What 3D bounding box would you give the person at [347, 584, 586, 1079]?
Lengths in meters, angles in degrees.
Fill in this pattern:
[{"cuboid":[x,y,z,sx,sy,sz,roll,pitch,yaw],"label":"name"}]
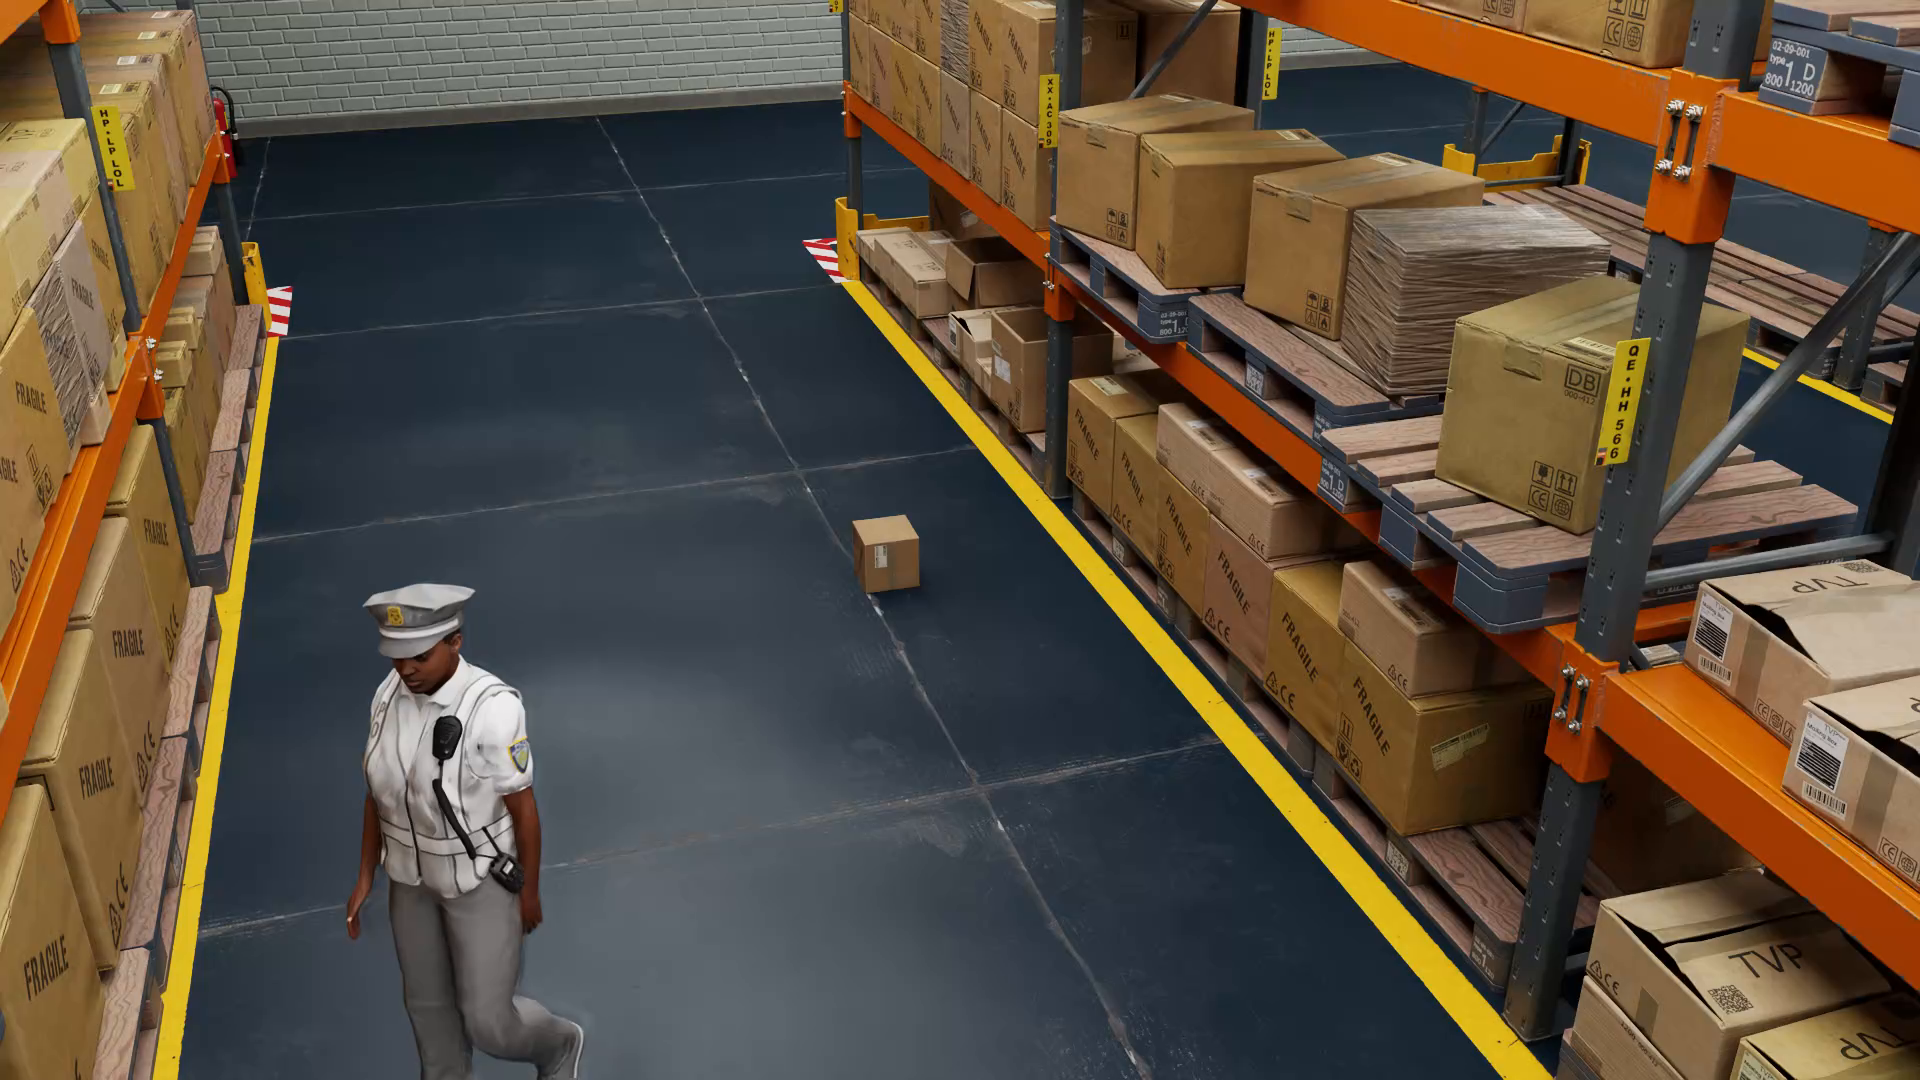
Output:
[{"cuboid":[-1.325,0.886,4.276,0.468,1.668,0.545,11,29,22],"label":"person"}]
